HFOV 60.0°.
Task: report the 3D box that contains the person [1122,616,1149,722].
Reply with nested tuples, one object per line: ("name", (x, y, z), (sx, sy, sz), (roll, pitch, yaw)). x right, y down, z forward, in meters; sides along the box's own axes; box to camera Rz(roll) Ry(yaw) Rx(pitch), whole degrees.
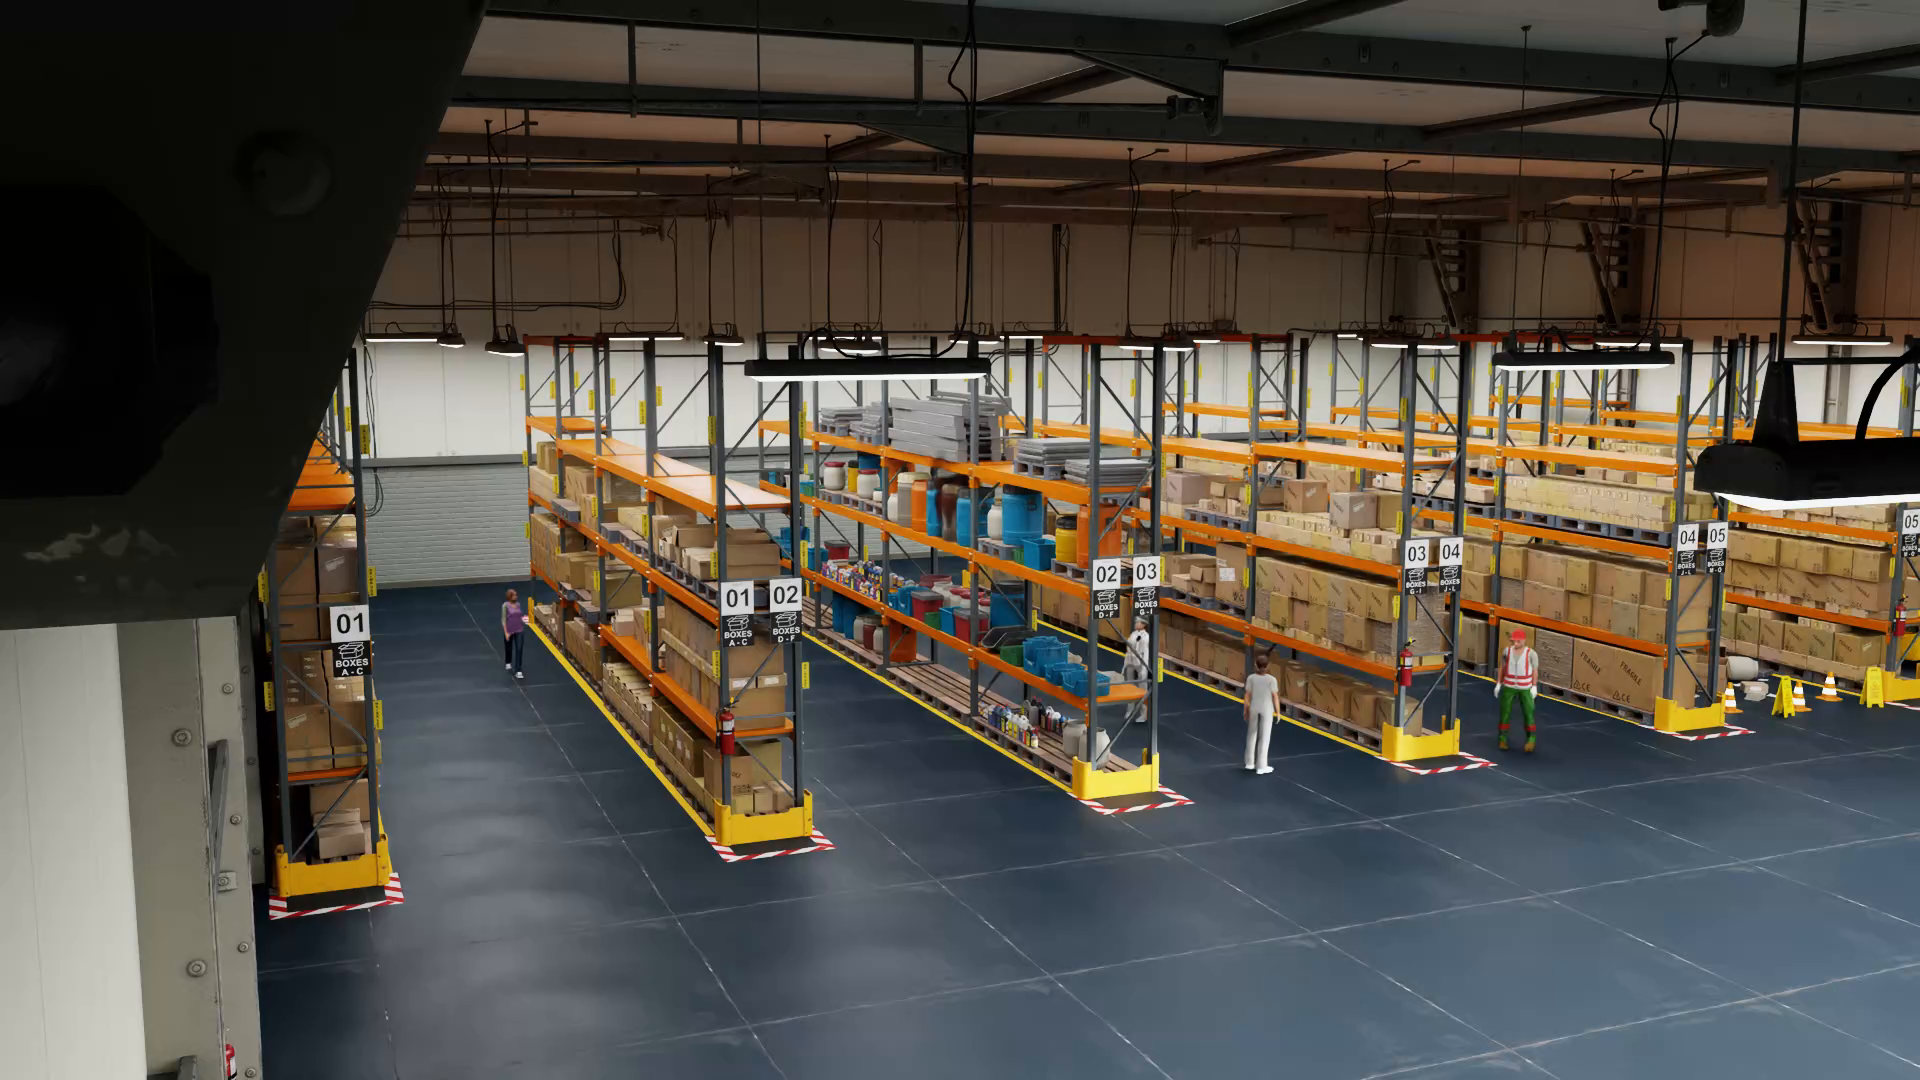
("person", (2.808, 1.993, 26.230), (0.527, 1.701, 0.418), (7, 10, 43))

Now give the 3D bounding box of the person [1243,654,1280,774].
("person", (4.241, 2.430, 23.301), (0.517, 1.694, 0.455), (4, 8, 26))

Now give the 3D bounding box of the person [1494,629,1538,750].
("person", (8.185, 2.190, 24.497), (0.603, 1.781, 0.433), (3, 8, 21))

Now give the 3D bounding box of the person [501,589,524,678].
("person", (-7.955, 1.633, 29.536), (0.402, 1.556, 0.818), (-3, 8, -23))
